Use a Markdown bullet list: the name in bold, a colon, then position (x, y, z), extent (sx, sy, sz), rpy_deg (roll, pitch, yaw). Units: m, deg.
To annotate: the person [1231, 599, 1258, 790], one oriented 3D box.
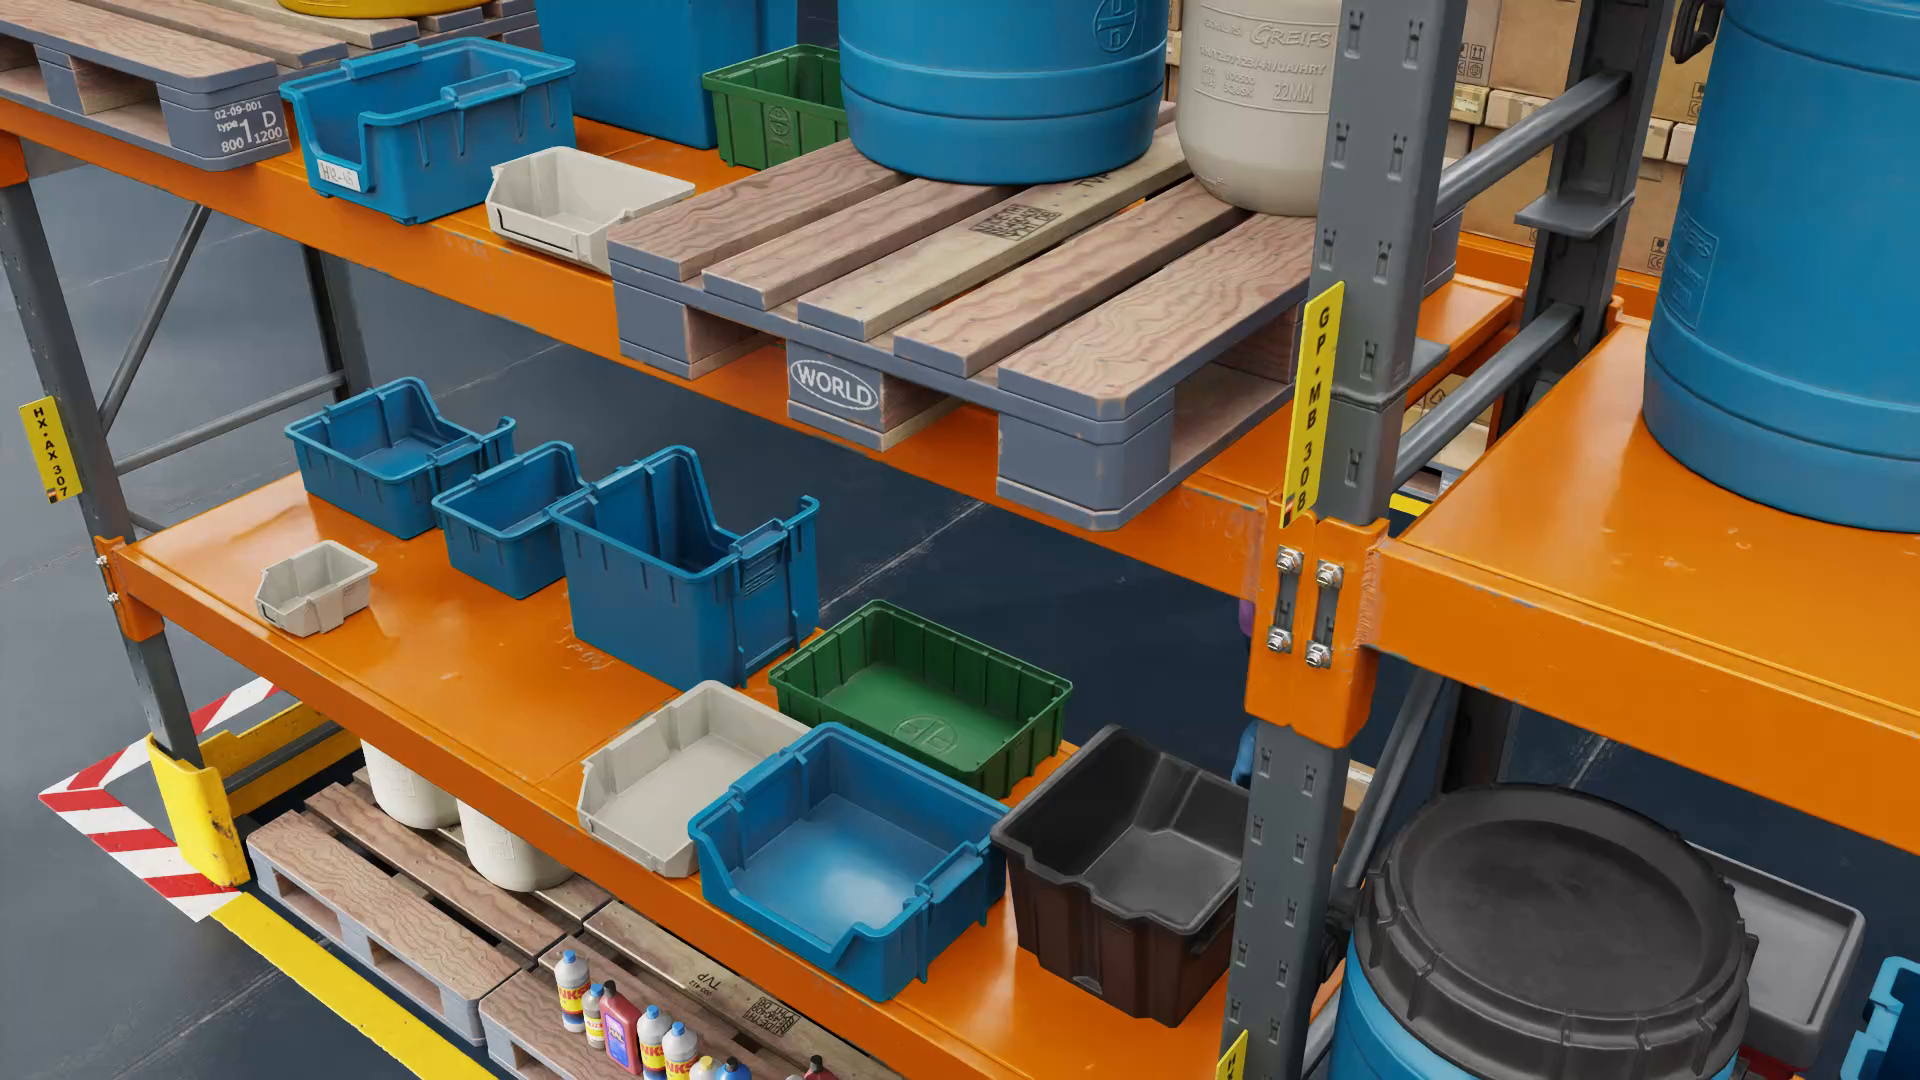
- **person**: position (1.131, 0.295, 5.660), extent (0.347, 1.592, 0.482), rpy_deg (19, 36, 28)
